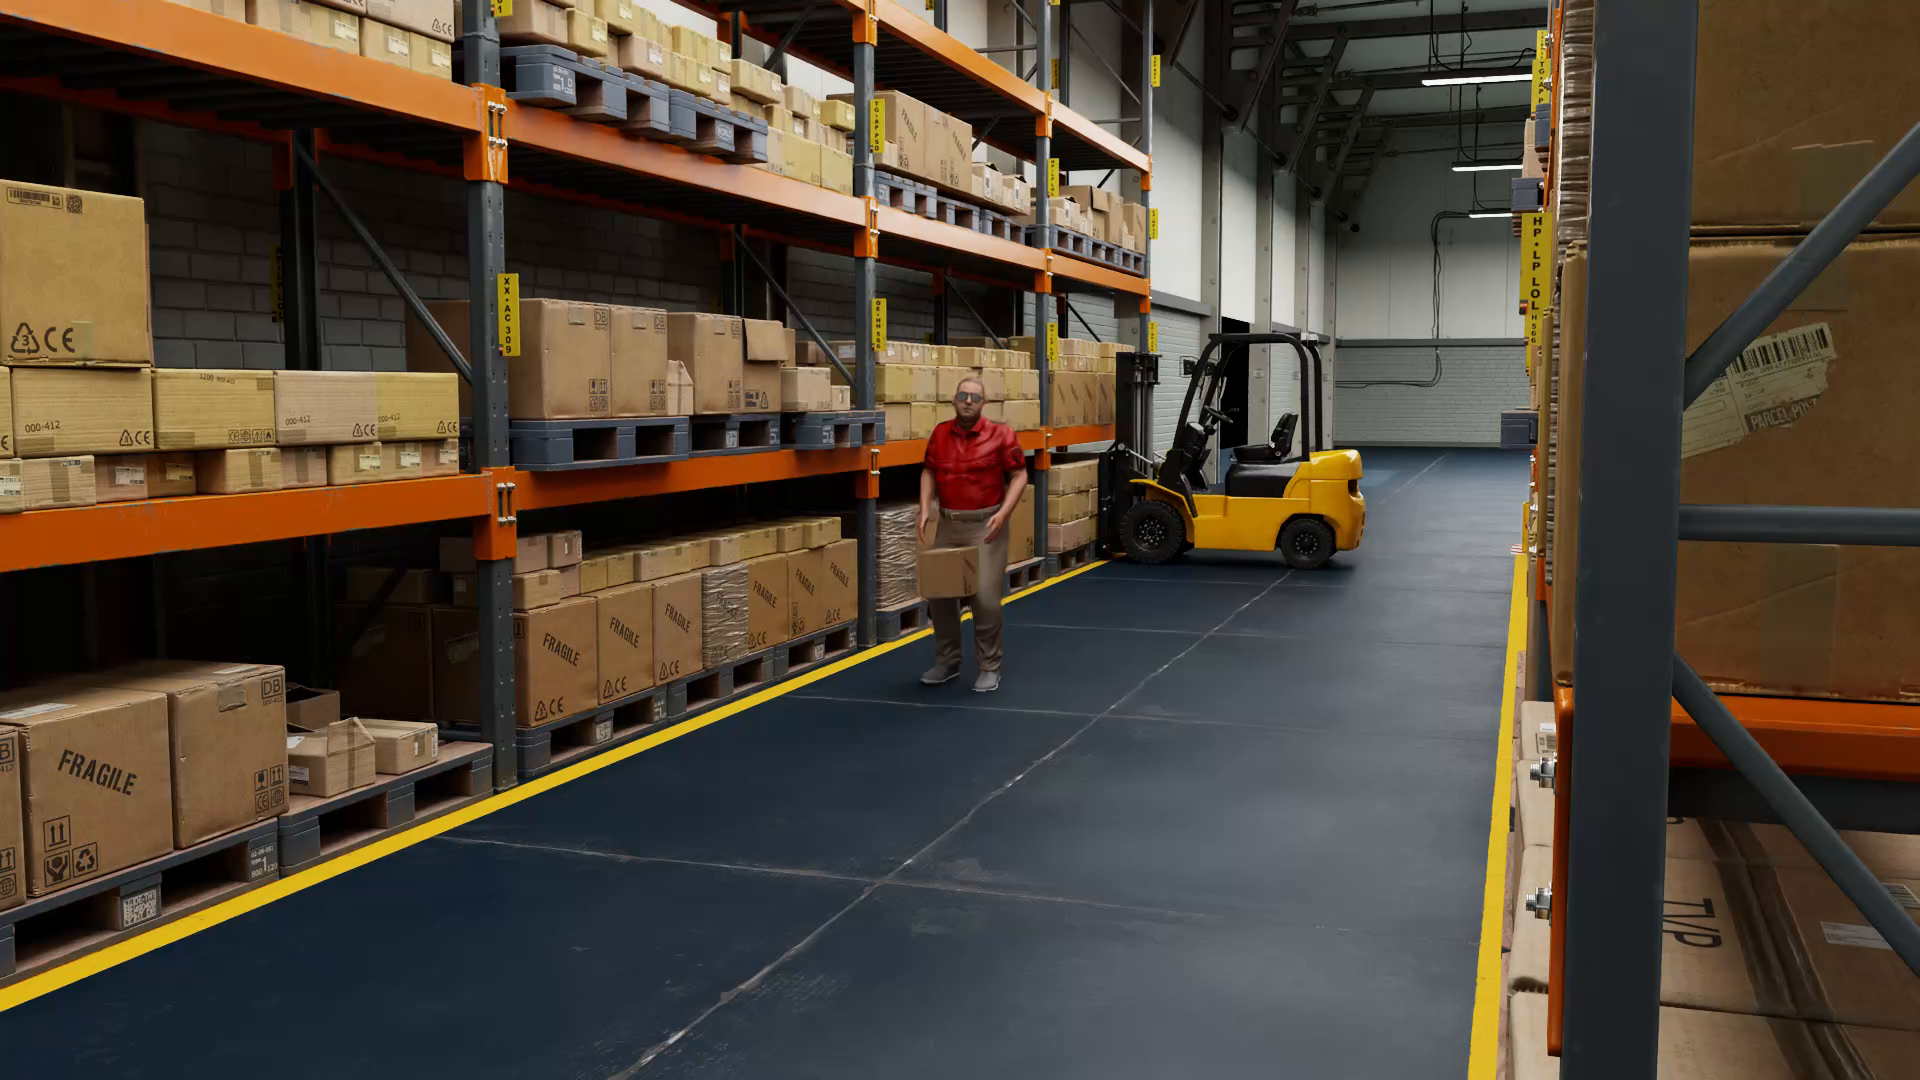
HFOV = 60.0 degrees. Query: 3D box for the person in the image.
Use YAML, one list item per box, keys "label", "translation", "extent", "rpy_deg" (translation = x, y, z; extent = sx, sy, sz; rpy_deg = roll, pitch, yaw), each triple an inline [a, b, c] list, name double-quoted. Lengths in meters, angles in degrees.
- label: "person"
  translation: [0.047, -0.040, 9.159]
  extent: [0.641, 1.709, 0.440]
  rpy_deg: [2, 6, 25]
